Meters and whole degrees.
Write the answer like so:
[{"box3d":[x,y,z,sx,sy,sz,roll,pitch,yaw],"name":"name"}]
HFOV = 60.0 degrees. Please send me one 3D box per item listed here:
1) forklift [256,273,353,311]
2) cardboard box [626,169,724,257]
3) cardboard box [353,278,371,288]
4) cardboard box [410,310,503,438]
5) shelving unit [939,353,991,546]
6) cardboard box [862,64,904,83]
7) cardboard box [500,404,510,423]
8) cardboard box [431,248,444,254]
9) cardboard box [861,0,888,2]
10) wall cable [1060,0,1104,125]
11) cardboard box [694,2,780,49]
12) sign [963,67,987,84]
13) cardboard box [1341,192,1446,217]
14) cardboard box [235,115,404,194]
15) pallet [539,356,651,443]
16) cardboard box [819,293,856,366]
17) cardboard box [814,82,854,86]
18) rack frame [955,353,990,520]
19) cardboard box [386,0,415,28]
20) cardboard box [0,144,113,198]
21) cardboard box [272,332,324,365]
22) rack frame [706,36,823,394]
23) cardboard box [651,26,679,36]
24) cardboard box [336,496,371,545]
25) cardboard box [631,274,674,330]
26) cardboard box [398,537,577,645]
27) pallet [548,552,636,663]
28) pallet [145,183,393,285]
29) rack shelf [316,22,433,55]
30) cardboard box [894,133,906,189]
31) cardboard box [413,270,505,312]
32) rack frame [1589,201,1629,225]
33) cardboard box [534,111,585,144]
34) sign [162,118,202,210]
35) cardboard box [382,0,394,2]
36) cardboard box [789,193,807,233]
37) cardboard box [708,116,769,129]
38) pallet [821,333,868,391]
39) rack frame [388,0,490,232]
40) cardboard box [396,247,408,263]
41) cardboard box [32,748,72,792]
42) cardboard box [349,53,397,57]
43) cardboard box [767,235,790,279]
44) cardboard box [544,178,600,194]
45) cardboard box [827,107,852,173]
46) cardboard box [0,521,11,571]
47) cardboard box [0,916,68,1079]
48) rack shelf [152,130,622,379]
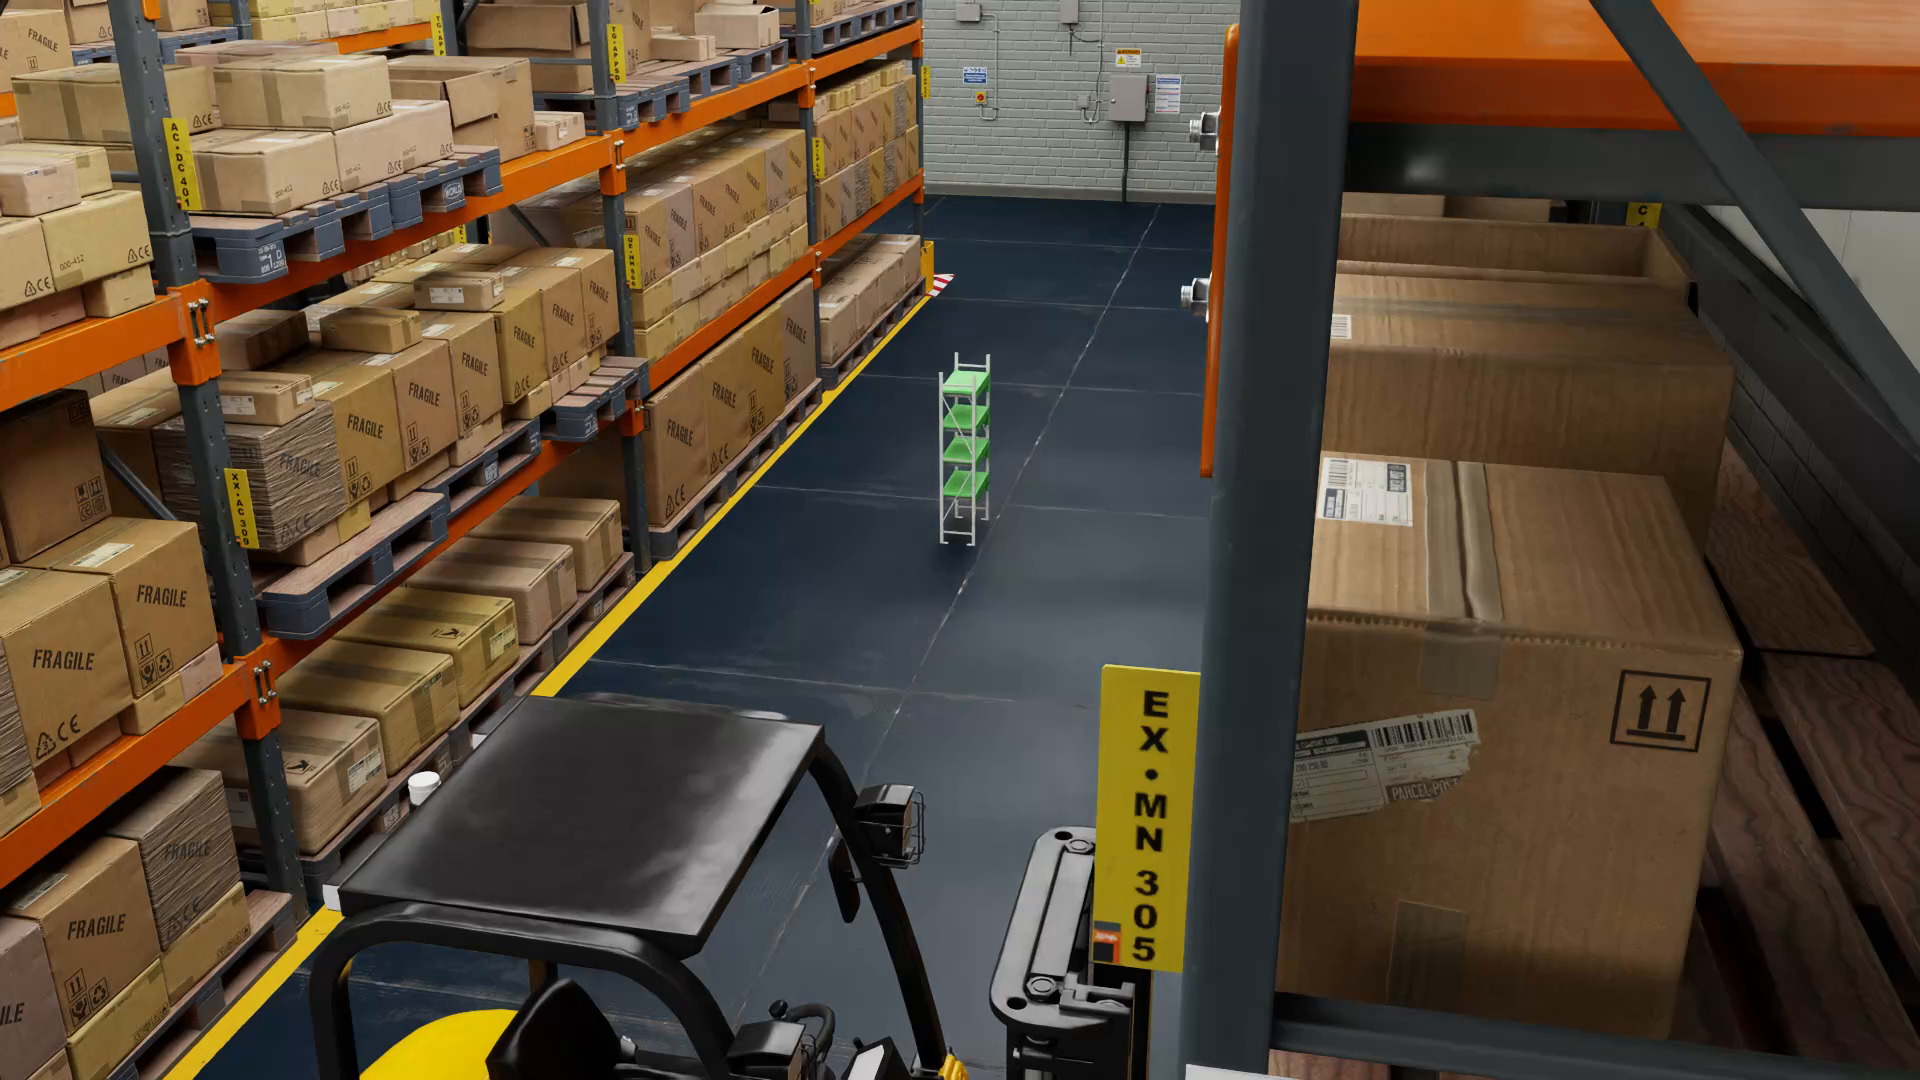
[{"box3d":[-5.253,-1.797,11.892,3.031,2.935,1.130,-18,28,-38],"name":"forklift"},{"box3d":[-1.967,-2.264,11.487,0.500,0.500,0.500,5,22,12],"name":"cardboard box"},{"box3d":[-6.068,-2.532,16.481,0.380,0.149,0.250,6,23,13],"name":"cardboard box"},{"box3d":[-2.649,-0.839,8.328,0.500,0.500,0.500,4,22,9],"name":"cardboard box"},{"box3d":[0.034,-0.617,11.280,0.258,1.200,0.503,4,22,11],"name":"shelving unit"},{"box3d":[-0.763,-4.617,16.461,0.380,0.149,0.250,4,22,10],"name":"cardboard box"},{"box3d":[-2.624,-0.688,8.820,0.380,0.149,0.250,5,22,11],"name":"cardboard box"},{"box3d":[-5.687,-3.093,17.875,0.380,0.149,0.250,4,22,9],"name":"cardboard box"},{"box3d":[-0.898,-5.333,16.204,0.380,0.149,0.250,3,22,7],"name":"cardboard box"},{"box3d":[1.631,-6.579,22.314,0.588,1.984,0.122,4,22,11],"name":"wall cable"},{"box3d":[-1.678,-3.891,12.542,0.500,0.311,0.500,4,22,11],"name":"cardboard box"},{"box3d":[0.205,-6.363,22.776,0.327,0.218,0.001,4,22,11],"name":"sign"},{"box3d":[1.433,-1.256,5.866,0.500,0.311,0.500,4,22,9],"name":"cardboard box"},{"box3d":[-2.722,-1.644,7.044,0.500,0.250,0.500,4,22,10],"name":"cardboard box"},{"box3d":[-2.561,-0.864,9.740,1.213,0.211,1.003,4,22,11],"name":"pallet"},{"box3d":[-1.471,-1.912,14.954,0.875,0.438,0.875,4,22,10],"name":"cardboard box"},{"box3d":[-1.174,-4.062,15.085,0.380,0.149,0.250,4,22,11],"name":"cardboard box"},{"box3d":[0.084,-0.706,11.501,0.240,1.200,0.015,4,22,11],"name":"rack frame"},{"box3d":[-5.799,-5.256,16.574,0.500,0.250,0.500,5,23,13],"name":"cardboard box"},{"box3d":[-3.187,-1.271,5.748,0.380,0.149,0.250,5,22,12],"name":"cardboard box"},{"box3d":[-3.255,-0.694,7.968,0.500,0.500,0.500,5,23,13],"name":"cardboard box"},{"box3d":[-1.704,-2.685,14.004,1.000,3.000,0.127,4,22,11],"name":"rack frame"},{"box3d":[-2.305,-3.726,12.326,0.380,0.166,0.250,3,22,7],"name":"cardboard box"},{"box3d":[-2.854,-0.106,7.375,0.380,0.149,0.250,5,22,12],"name":"cardboard box"},{"box3d":[-2.175,-1.551,10.720,0.500,0.250,0.500,4,22,11],"name":"cardboard box"},{"box3d":[-2.788,0.279,9.602,0.950,0.372,0.625,4,22,10],"name":"cardboard box"},{"box3d":[-2.681,0.357,10.184,1.003,0.211,1.213,4,22,11],"name":"pallet"},{"box3d":[-3.106,-1.281,6.755,1.213,0.211,1.003,4,22,11],"name":"pallet"},{"box3d":[-6.162,-4.814,16.240,1.077,0.370,4.000,4,22,11],"name":"rack shelf"},{"box3d":[-0.844,-3.815,16.677,0.500,0.500,0.500,4,22,10],"name":"cardboard box"},{"box3d":[-2.578,-1.282,8.559,0.380,0.149,0.250,3,22,8],"name":"cardboard box"},{"box3d":[1.524,-2.165,4.683,1.000,3.000,0.127,4,22,11],"name":"rack frame"},{"box3d":[-2.379,-2.365,9.533,0.380,0.149,0.250,4,22,11],"name":"cardboard box"},{"box3d":[-2.803,-1.351,5.987,0.100,0.325,0.005,4,22,11],"name":"sign"},{"box3d":[-5.809,-5.480,16.460,0.500,0.250,0.500,5,22,12],"name":"cardboard box"},{"box3d":[-1.556,-2.667,13.493,0.500,0.250,0.500,4,22,11],"name":"cardboard box"},{"box3d":[-1.878,-3.388,14.280,0.500,0.500,0.500,4,22,10],"name":"cardboard box"},{"box3d":[-1.472,-1.663,15.201,1.003,0.211,1.213,4,22,11],"name":"pallet"},{"box3d":[-5.754,-4.488,18.482,1.000,3.000,0.127,4,22,11],"name":"rack frame"},{"box3d":[-5.927,-2.951,17.124,0.380,0.149,0.250,4,22,9],"name":"cardboard box"},{"box3d":[-3.342,0.770,5.764,0.380,0.149,0.250,4,22,10],"name":"cardboard box"},{"box3d":[-6.202,-4.807,17.404,0.500,0.500,0.500,5,22,12],"name":"cardboard box"},{"box3d":[-1.653,-2.246,13.115,0.500,0.250,0.500,4,22,10],"name":"cardboard box"},{"box3d":[-2.574,-2.129,11.153,0.500,0.500,0.500,5,22,12],"name":"cardboard box"},{"box3d":[-1.260,-3.535,14.643,0.500,0.500,0.500,4,22,10],"name":"cardboard box"},{"box3d":[-3.764,-0.077,5.660,0.700,0.500,0.500,5,22,11],"name":"cardboard box"},{"box3d":[-3.399,1.584,5.521,0.500,0.500,0.500,6,23,14],"name":"cardboard box"},{"box3d":[-2.928,-1.548,8.130,1.077,0.370,4.000,4,22,11],"name":"rack shelf"}]
